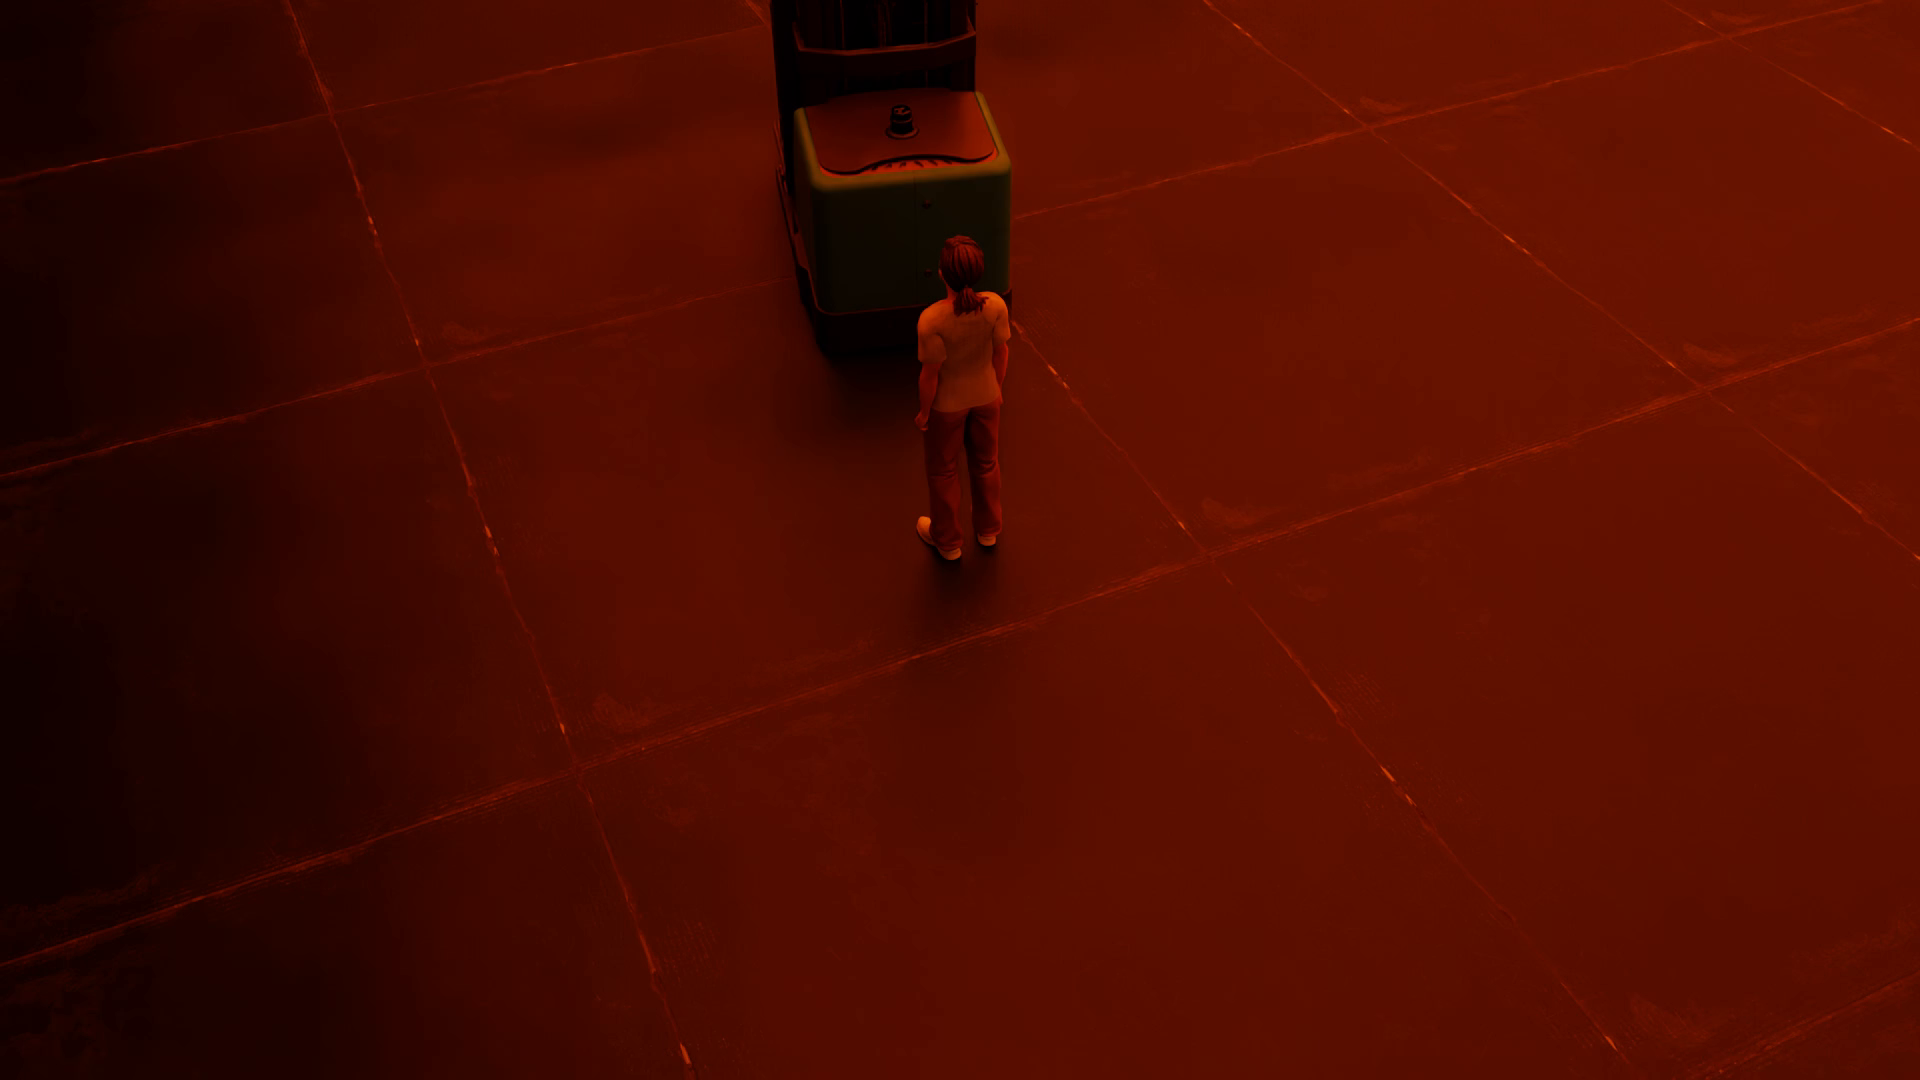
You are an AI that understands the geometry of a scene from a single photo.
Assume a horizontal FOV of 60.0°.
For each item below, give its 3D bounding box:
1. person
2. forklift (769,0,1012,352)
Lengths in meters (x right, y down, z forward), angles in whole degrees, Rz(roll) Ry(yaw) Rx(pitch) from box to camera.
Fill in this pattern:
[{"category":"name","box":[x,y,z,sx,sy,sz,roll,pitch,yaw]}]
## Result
[{"category":"person","box":[-0.005,-0.609,7.257,0.435,1.671,0.381,-18,46,-18]},{"category":"forklift","box":[-0.506,-3.082,8.983,1.130,2.935,3.031,-7,44,-8]}]
